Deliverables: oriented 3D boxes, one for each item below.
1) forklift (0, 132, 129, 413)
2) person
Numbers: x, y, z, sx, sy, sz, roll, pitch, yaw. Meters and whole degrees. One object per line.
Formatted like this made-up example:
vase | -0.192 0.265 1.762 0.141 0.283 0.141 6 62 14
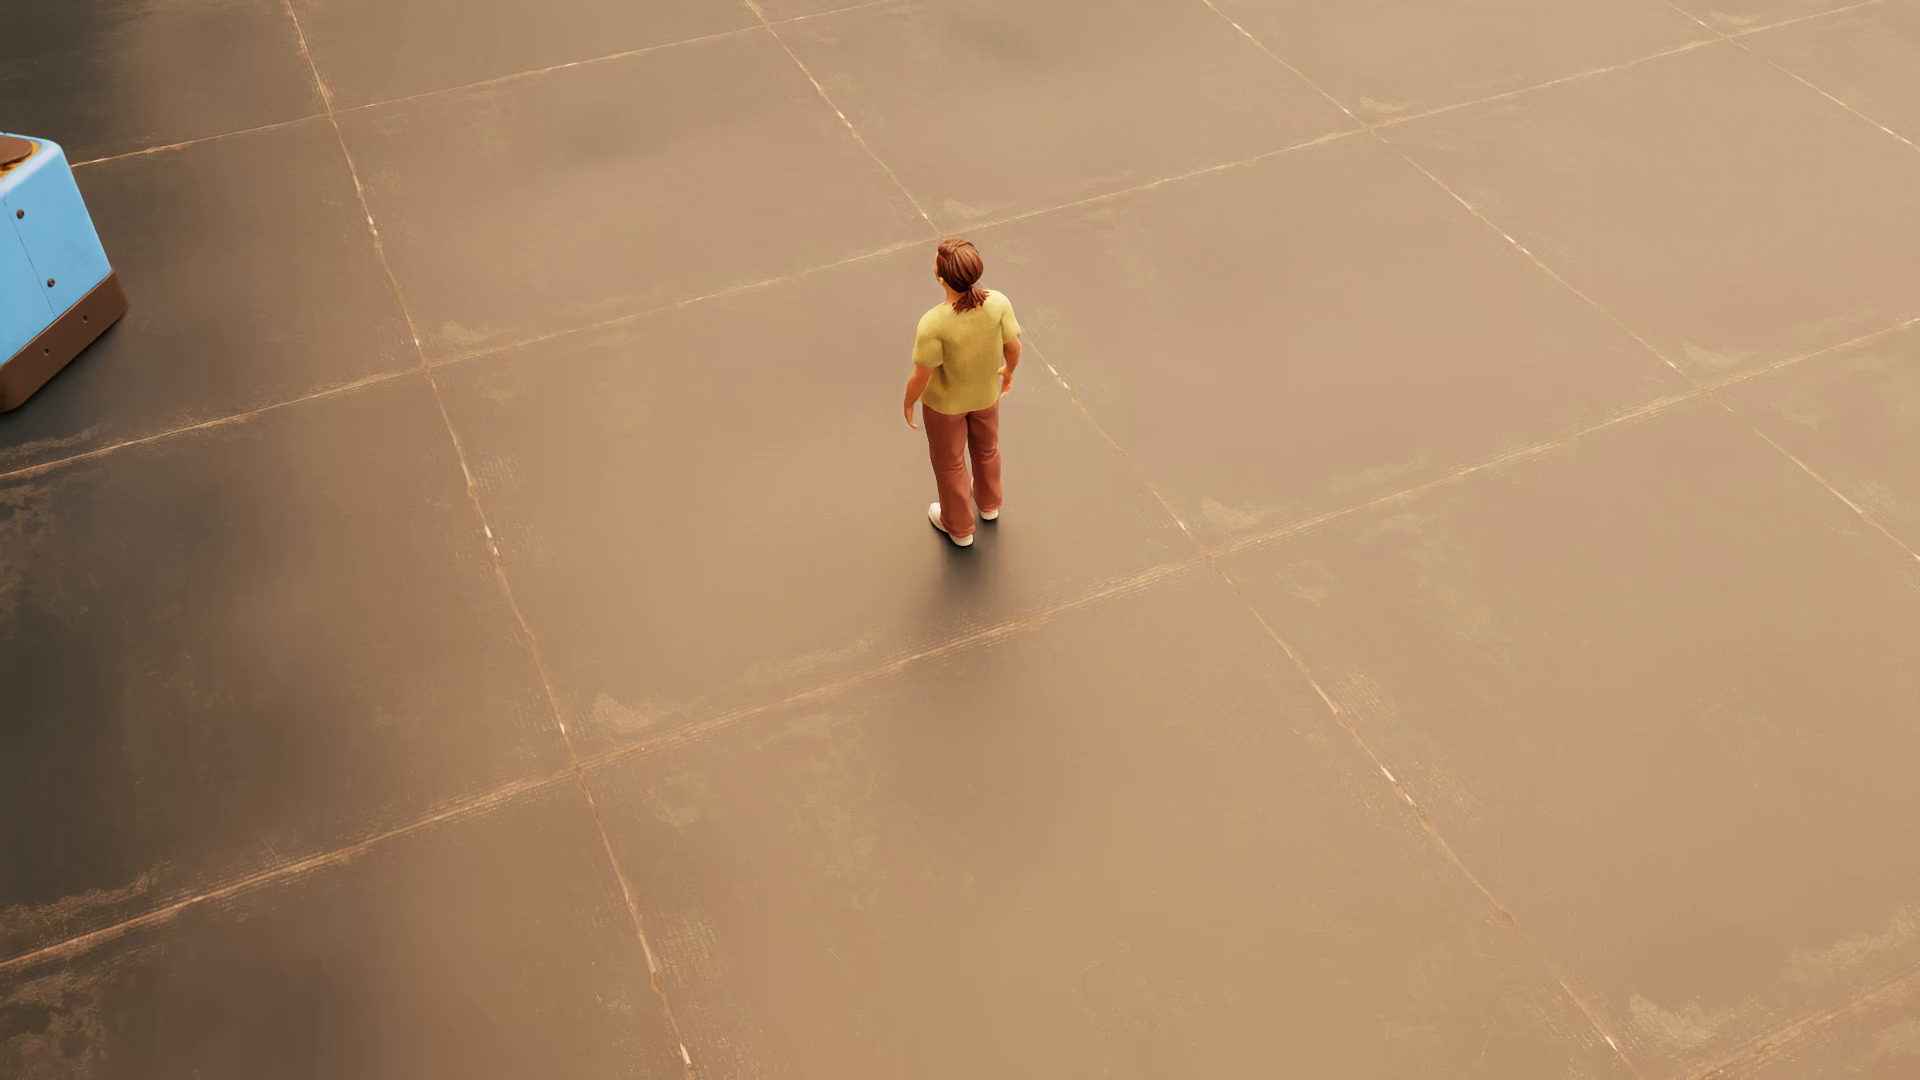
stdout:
forklift | -6.113 -2.275 8.117 3.031 2.935 1.130 11 44 12
person | -0.020 -0.667 7.304 0.553 1.673 0.548 -18 46 -18
